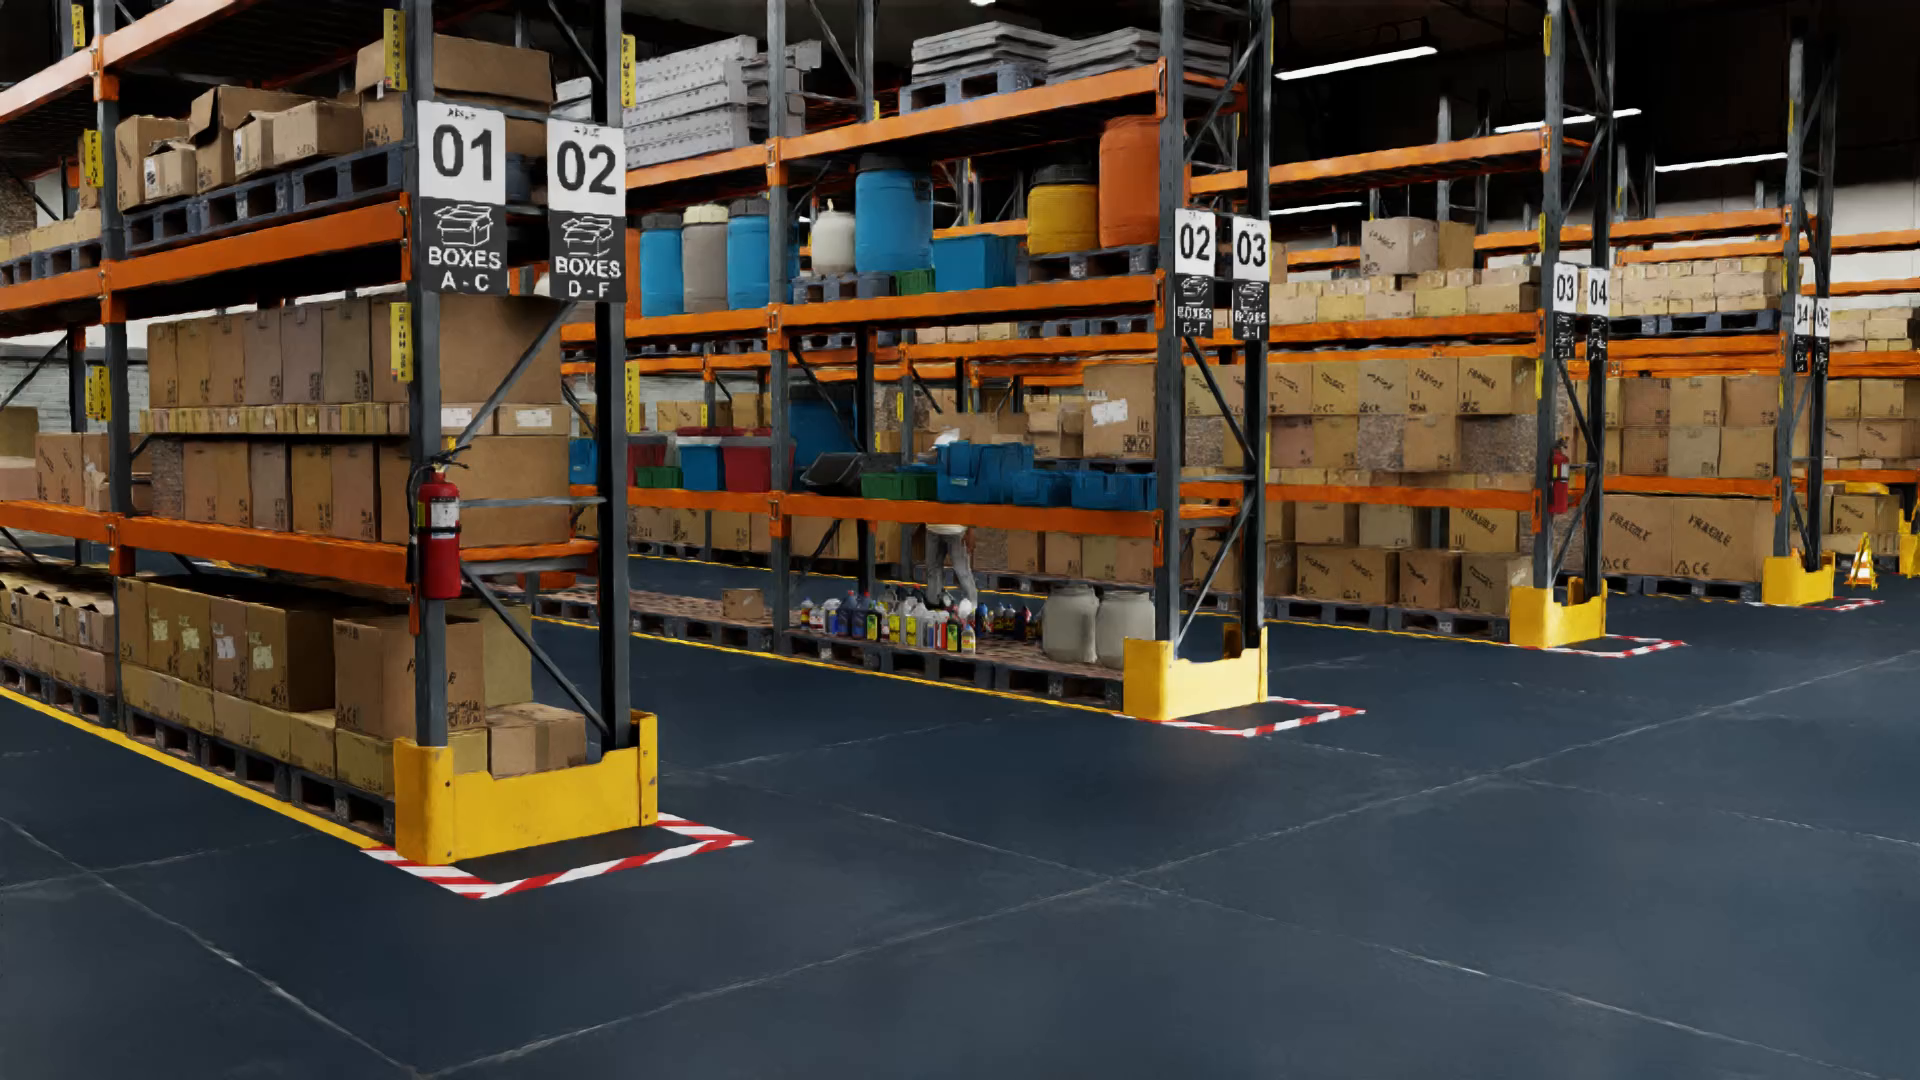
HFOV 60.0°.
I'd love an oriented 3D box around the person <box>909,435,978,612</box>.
[{"bbox_3d":[-0.170,-0.077,15.177,0.765,1.767,0.619,3,5,40],"label":"person"}]
